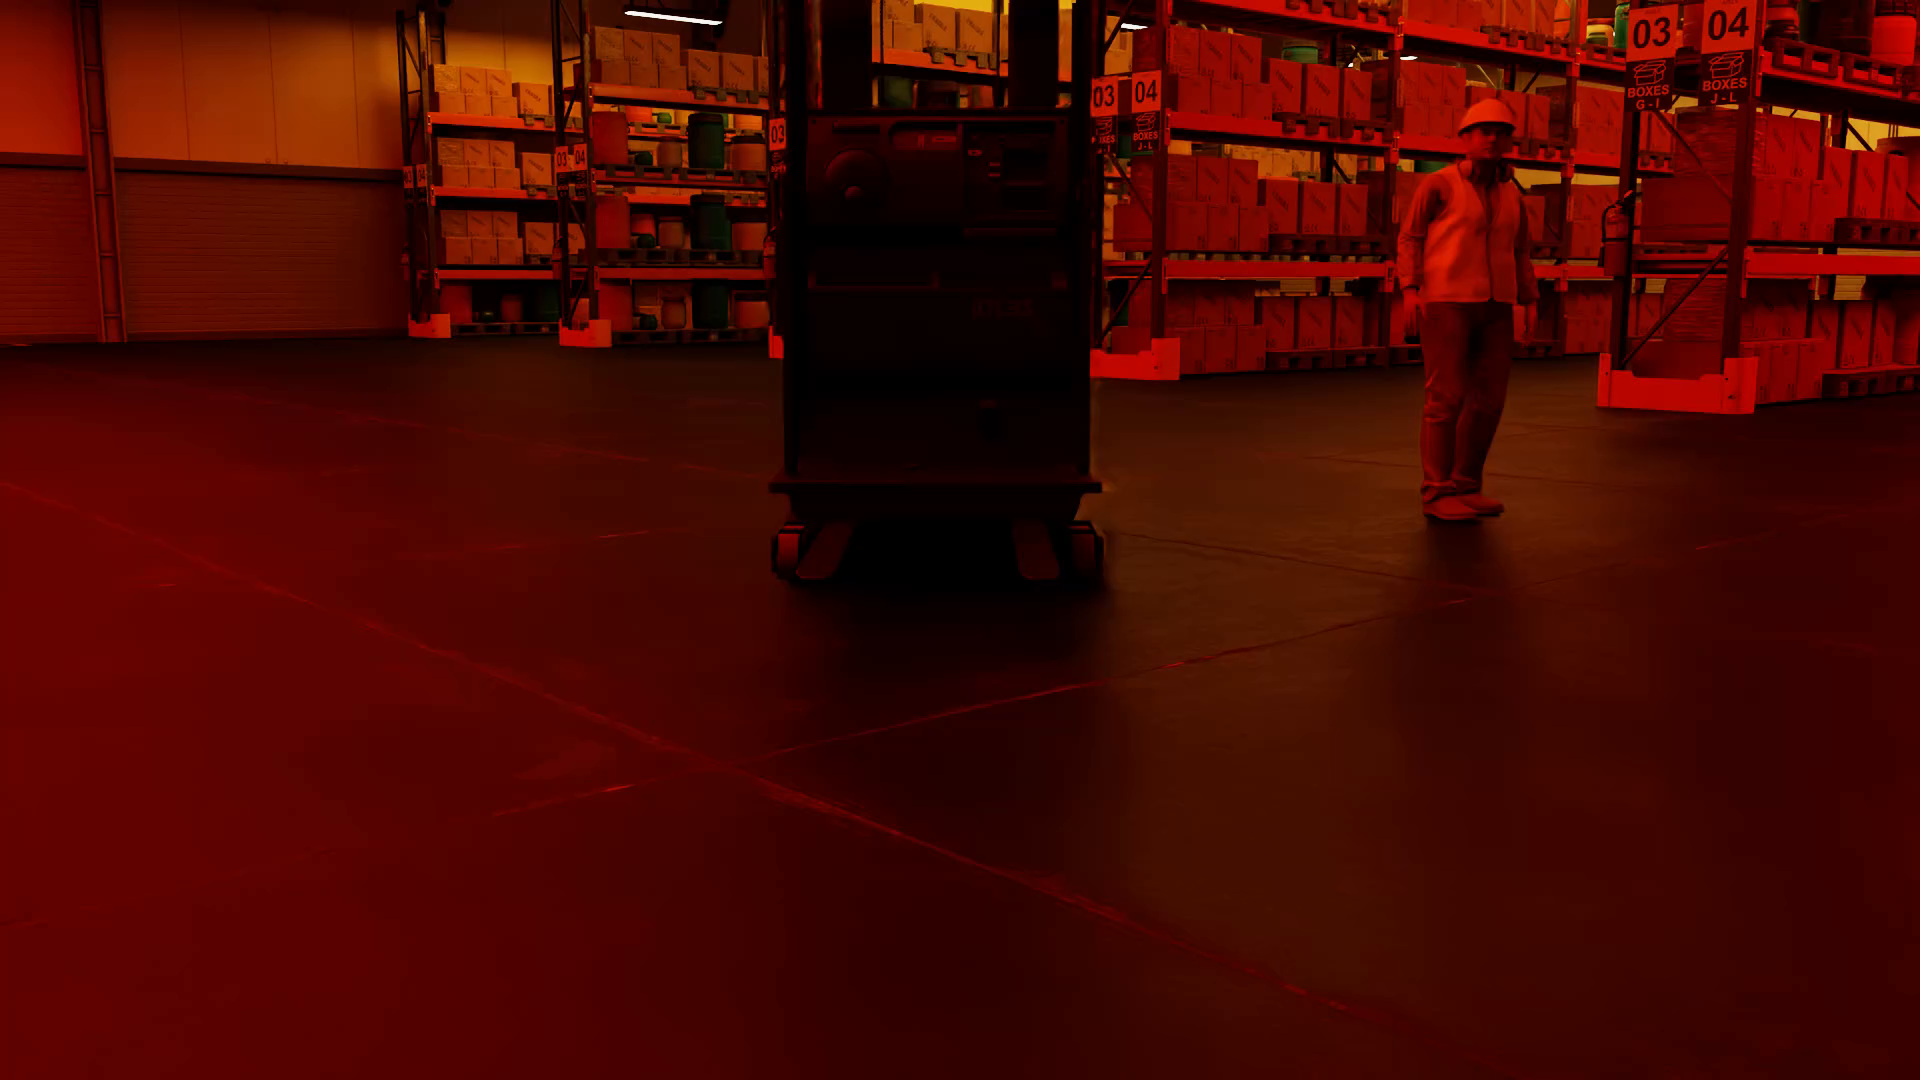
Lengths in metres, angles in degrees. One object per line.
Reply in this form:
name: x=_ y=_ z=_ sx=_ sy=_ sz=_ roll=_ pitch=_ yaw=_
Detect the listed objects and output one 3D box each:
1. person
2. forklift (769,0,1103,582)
person: x=2.227 y=-0.991 z=7.138 sx=0.679 sy=1.775 sz=0.549 roll=-3 pitch=9 yaw=-20
forklift: x=-0.078 y=-1.356 z=5.721 sx=1.130 sy=2.935 sz=3.031 roll=0 pitch=9 yaw=0
